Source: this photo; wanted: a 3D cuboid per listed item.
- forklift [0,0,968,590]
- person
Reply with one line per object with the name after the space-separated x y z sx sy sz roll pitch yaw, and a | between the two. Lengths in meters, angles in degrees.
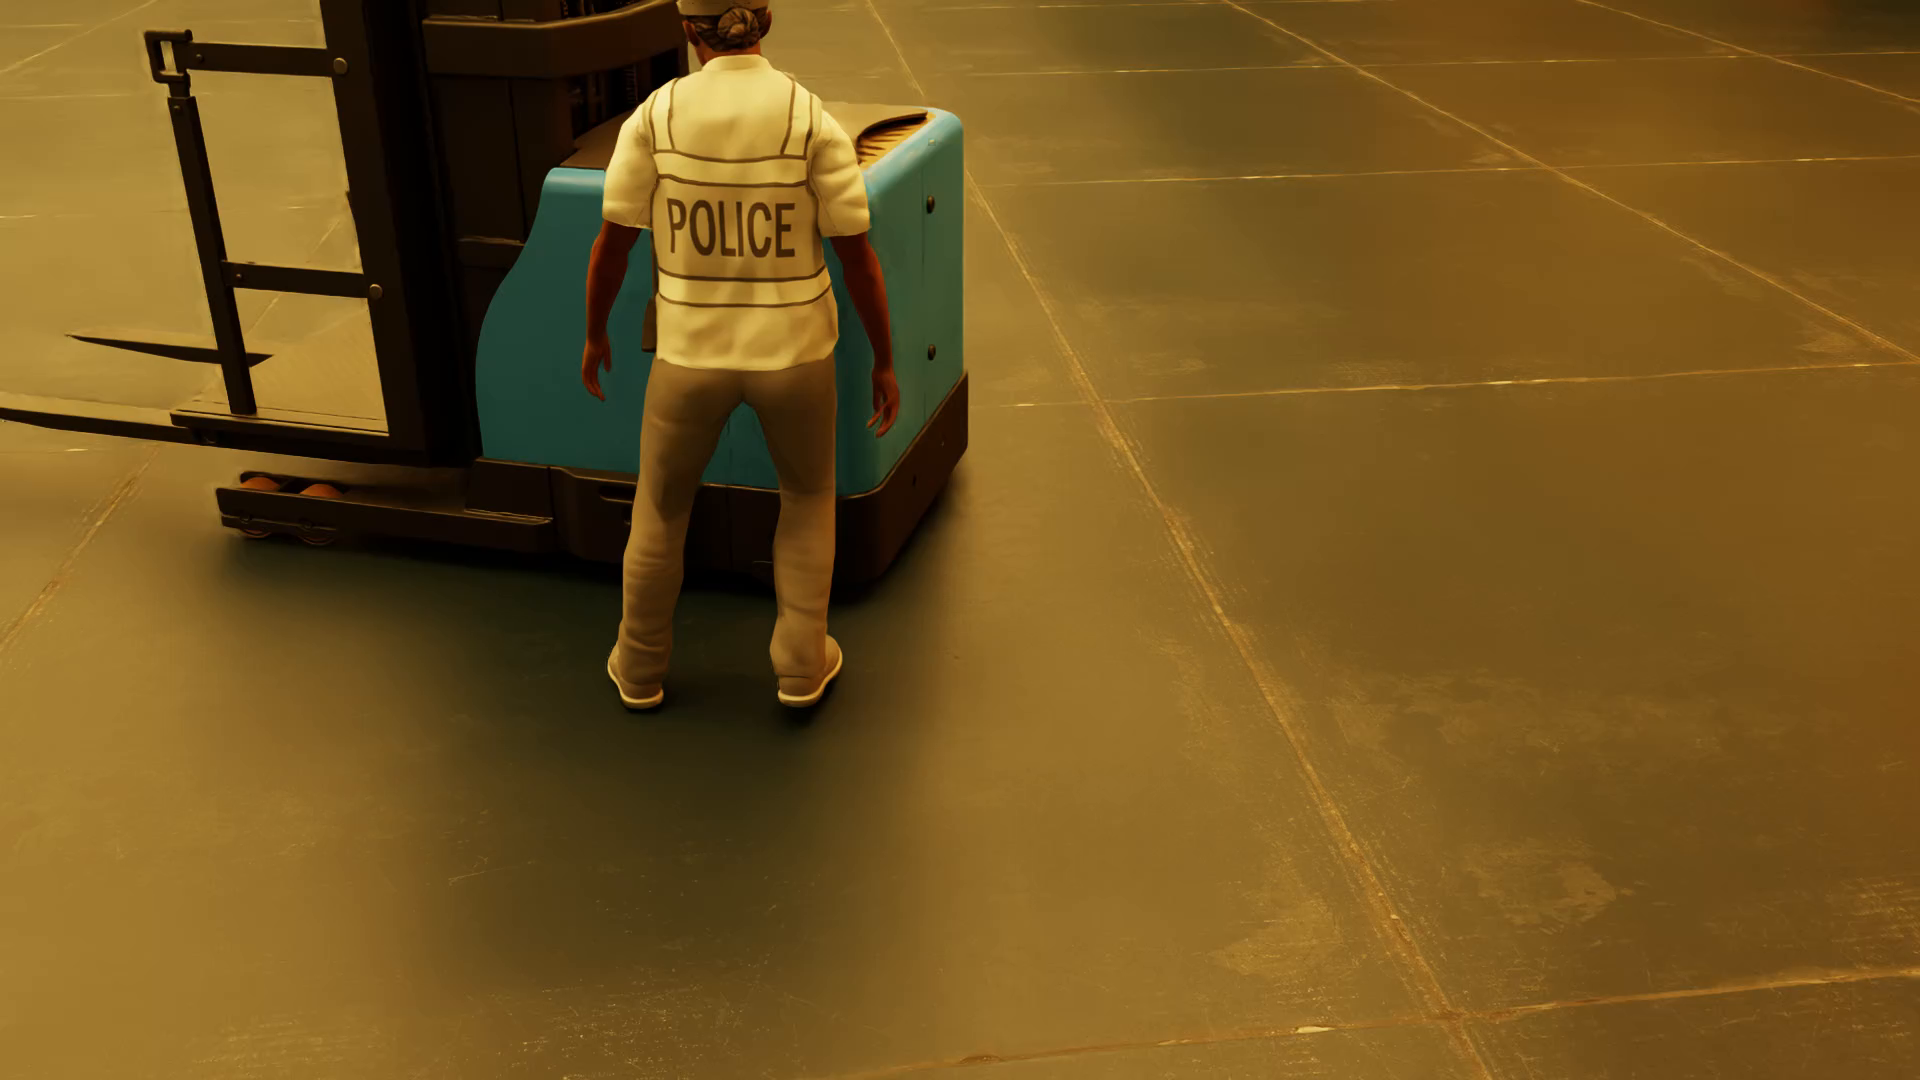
-1.551 -1.518 4.380 3.031 2.935 1.130 6 26 13 | forklift
-0.480 -0.387 3.529 0.700 1.634 0.391 -2 26 -4 | person
